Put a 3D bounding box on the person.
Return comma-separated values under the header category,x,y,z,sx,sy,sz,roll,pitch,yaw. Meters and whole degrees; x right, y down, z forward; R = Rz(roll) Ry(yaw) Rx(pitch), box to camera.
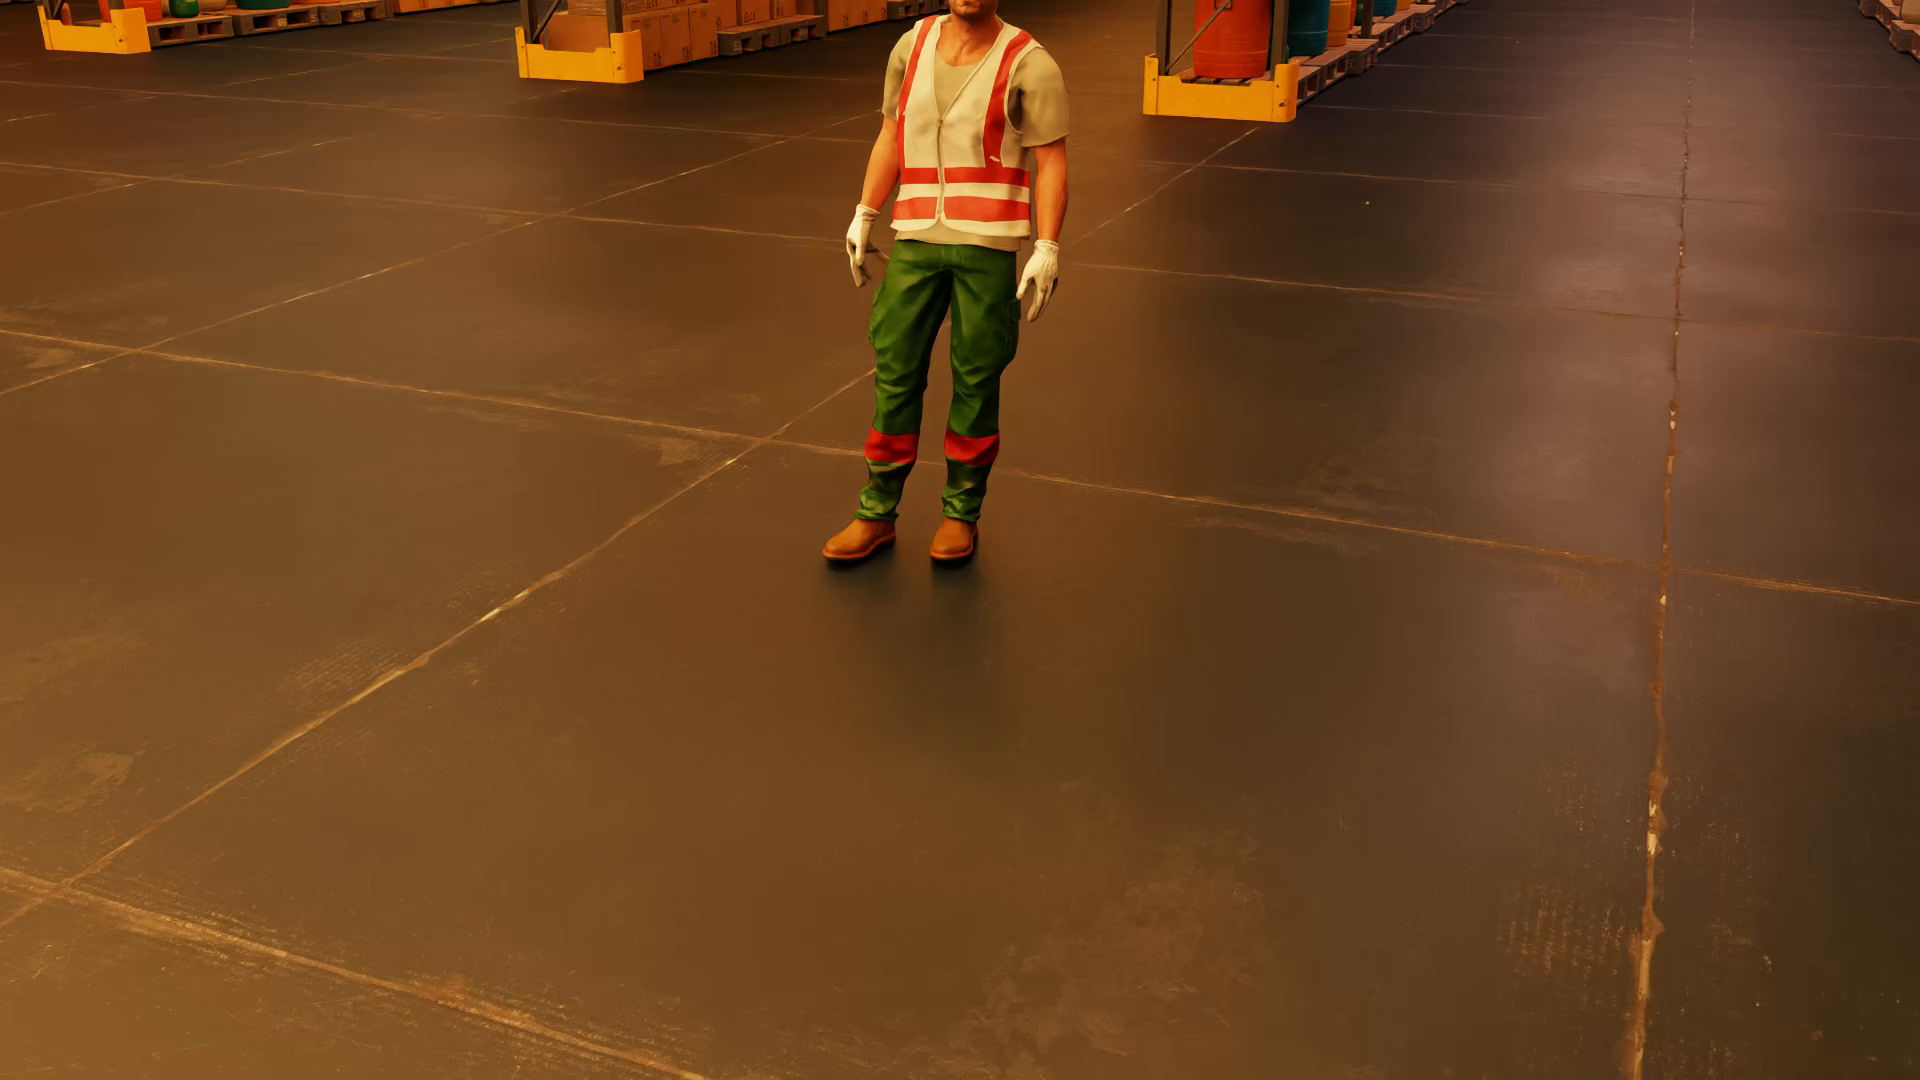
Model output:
category,x,y,z,sx,sy,sz,roll,pitch,yaw
person,-0.042,-0.806,4.681,0.637,1.787,0.564,9,24,21
